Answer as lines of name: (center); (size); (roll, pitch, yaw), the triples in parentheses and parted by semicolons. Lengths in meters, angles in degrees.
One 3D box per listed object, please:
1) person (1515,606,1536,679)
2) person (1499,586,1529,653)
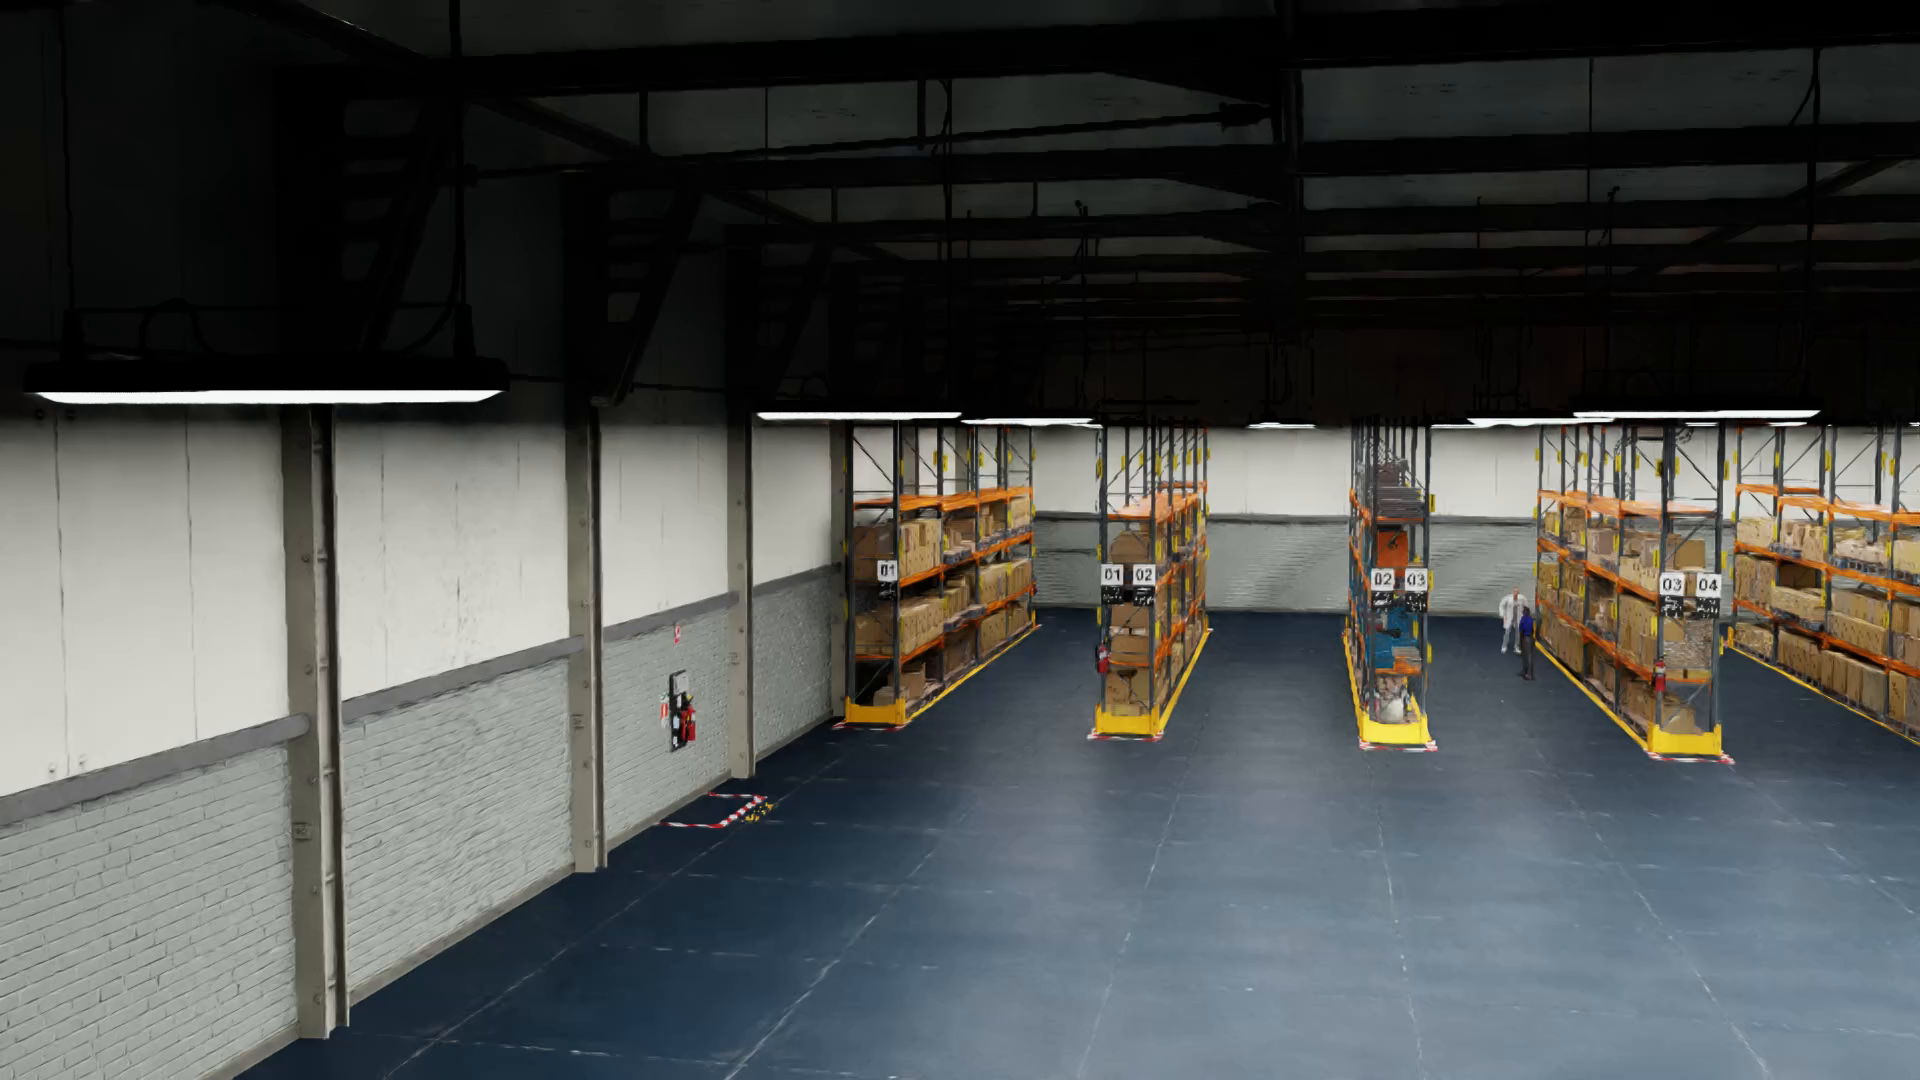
person: (13.010, 2.344, 38.274); (0.551, 1.634, 0.574); (3, 5, 42)
person: (14.183, 2.121, 42.595); (0.729, 1.545, 0.546); (1, 4, 11)
